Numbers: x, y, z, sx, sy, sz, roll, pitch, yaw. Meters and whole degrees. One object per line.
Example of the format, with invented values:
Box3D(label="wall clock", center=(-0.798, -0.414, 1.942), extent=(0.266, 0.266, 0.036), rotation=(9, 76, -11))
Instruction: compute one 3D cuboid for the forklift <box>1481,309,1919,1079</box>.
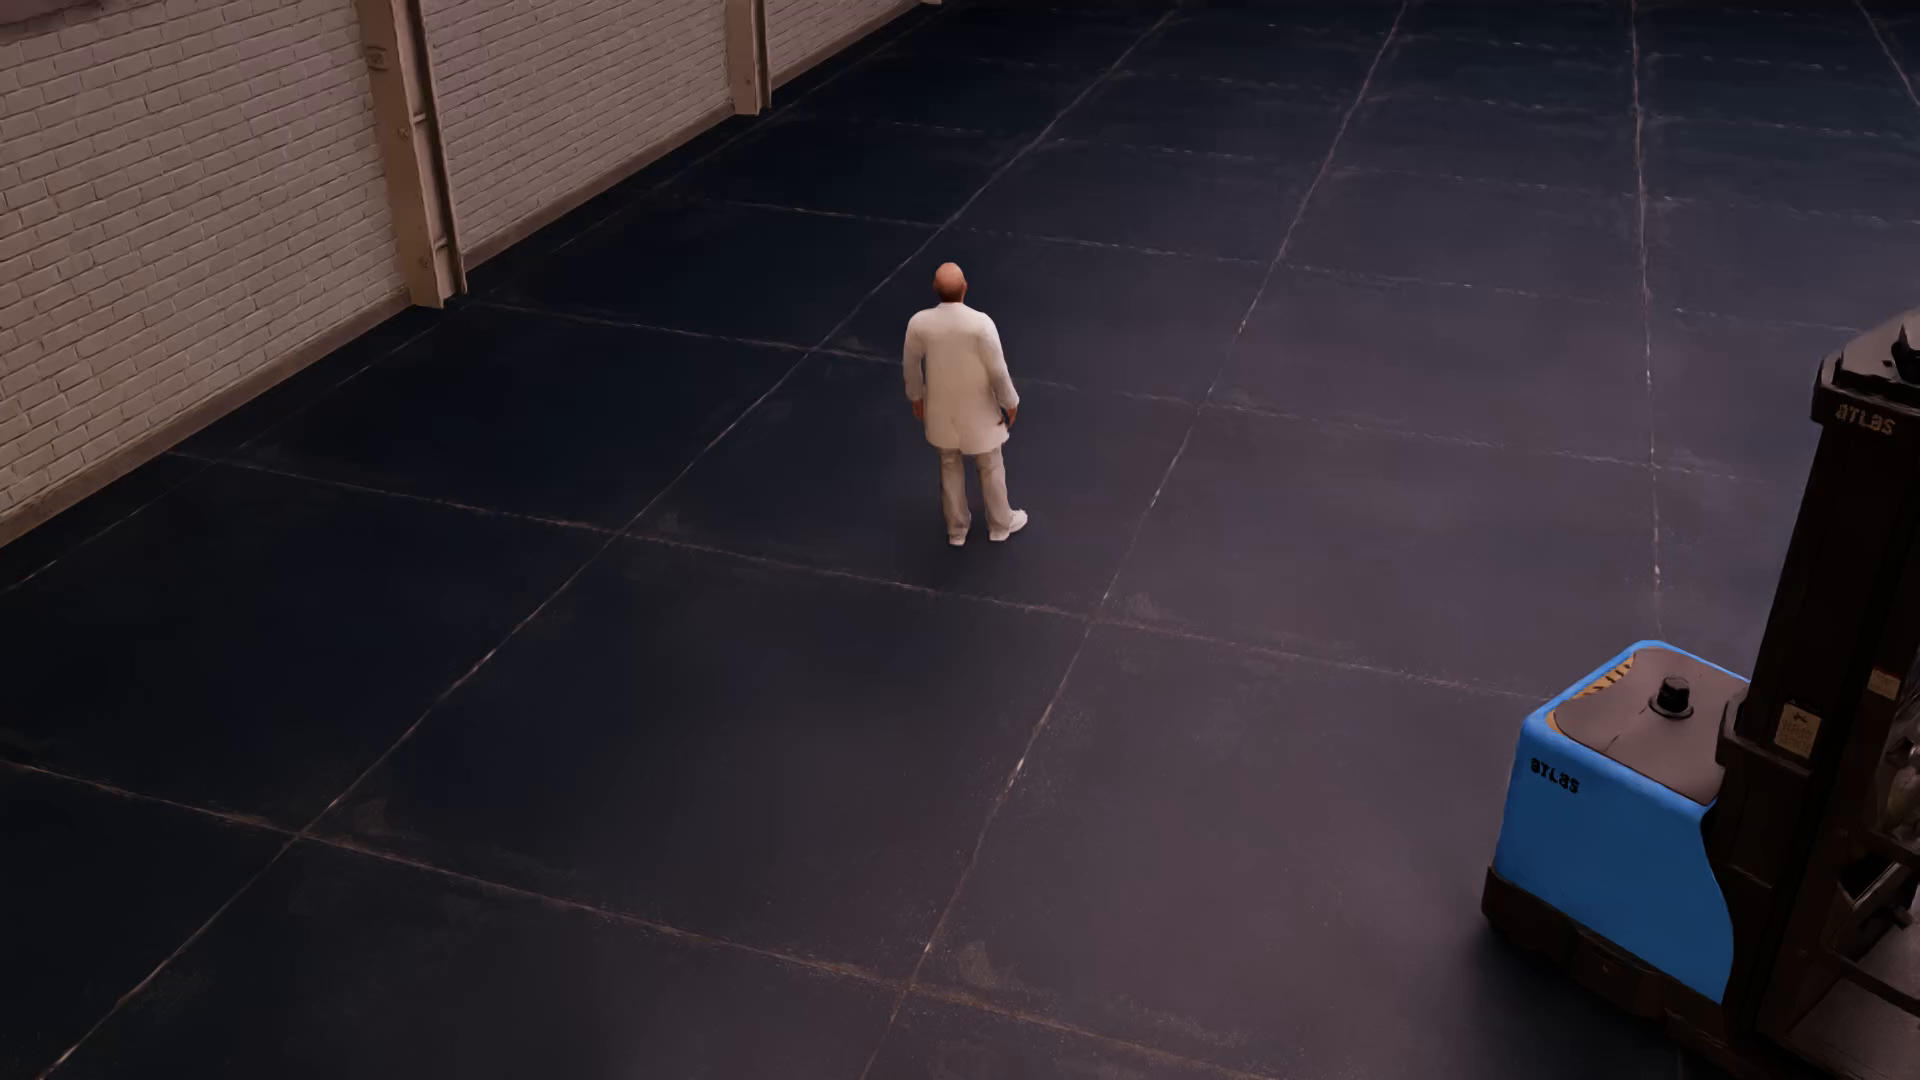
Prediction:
Box3D(label="forklift", center=(3.586, 0.777, 5.773), extent=(1.130, 2.935, 3.031), rotation=(-23, 37, -35))

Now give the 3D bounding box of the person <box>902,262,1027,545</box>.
Box3D(label="person", center=(0.034, -0.820, 9.726), extent=(0.694, 1.776, 0.579), rotation=(10, 31, 16))
